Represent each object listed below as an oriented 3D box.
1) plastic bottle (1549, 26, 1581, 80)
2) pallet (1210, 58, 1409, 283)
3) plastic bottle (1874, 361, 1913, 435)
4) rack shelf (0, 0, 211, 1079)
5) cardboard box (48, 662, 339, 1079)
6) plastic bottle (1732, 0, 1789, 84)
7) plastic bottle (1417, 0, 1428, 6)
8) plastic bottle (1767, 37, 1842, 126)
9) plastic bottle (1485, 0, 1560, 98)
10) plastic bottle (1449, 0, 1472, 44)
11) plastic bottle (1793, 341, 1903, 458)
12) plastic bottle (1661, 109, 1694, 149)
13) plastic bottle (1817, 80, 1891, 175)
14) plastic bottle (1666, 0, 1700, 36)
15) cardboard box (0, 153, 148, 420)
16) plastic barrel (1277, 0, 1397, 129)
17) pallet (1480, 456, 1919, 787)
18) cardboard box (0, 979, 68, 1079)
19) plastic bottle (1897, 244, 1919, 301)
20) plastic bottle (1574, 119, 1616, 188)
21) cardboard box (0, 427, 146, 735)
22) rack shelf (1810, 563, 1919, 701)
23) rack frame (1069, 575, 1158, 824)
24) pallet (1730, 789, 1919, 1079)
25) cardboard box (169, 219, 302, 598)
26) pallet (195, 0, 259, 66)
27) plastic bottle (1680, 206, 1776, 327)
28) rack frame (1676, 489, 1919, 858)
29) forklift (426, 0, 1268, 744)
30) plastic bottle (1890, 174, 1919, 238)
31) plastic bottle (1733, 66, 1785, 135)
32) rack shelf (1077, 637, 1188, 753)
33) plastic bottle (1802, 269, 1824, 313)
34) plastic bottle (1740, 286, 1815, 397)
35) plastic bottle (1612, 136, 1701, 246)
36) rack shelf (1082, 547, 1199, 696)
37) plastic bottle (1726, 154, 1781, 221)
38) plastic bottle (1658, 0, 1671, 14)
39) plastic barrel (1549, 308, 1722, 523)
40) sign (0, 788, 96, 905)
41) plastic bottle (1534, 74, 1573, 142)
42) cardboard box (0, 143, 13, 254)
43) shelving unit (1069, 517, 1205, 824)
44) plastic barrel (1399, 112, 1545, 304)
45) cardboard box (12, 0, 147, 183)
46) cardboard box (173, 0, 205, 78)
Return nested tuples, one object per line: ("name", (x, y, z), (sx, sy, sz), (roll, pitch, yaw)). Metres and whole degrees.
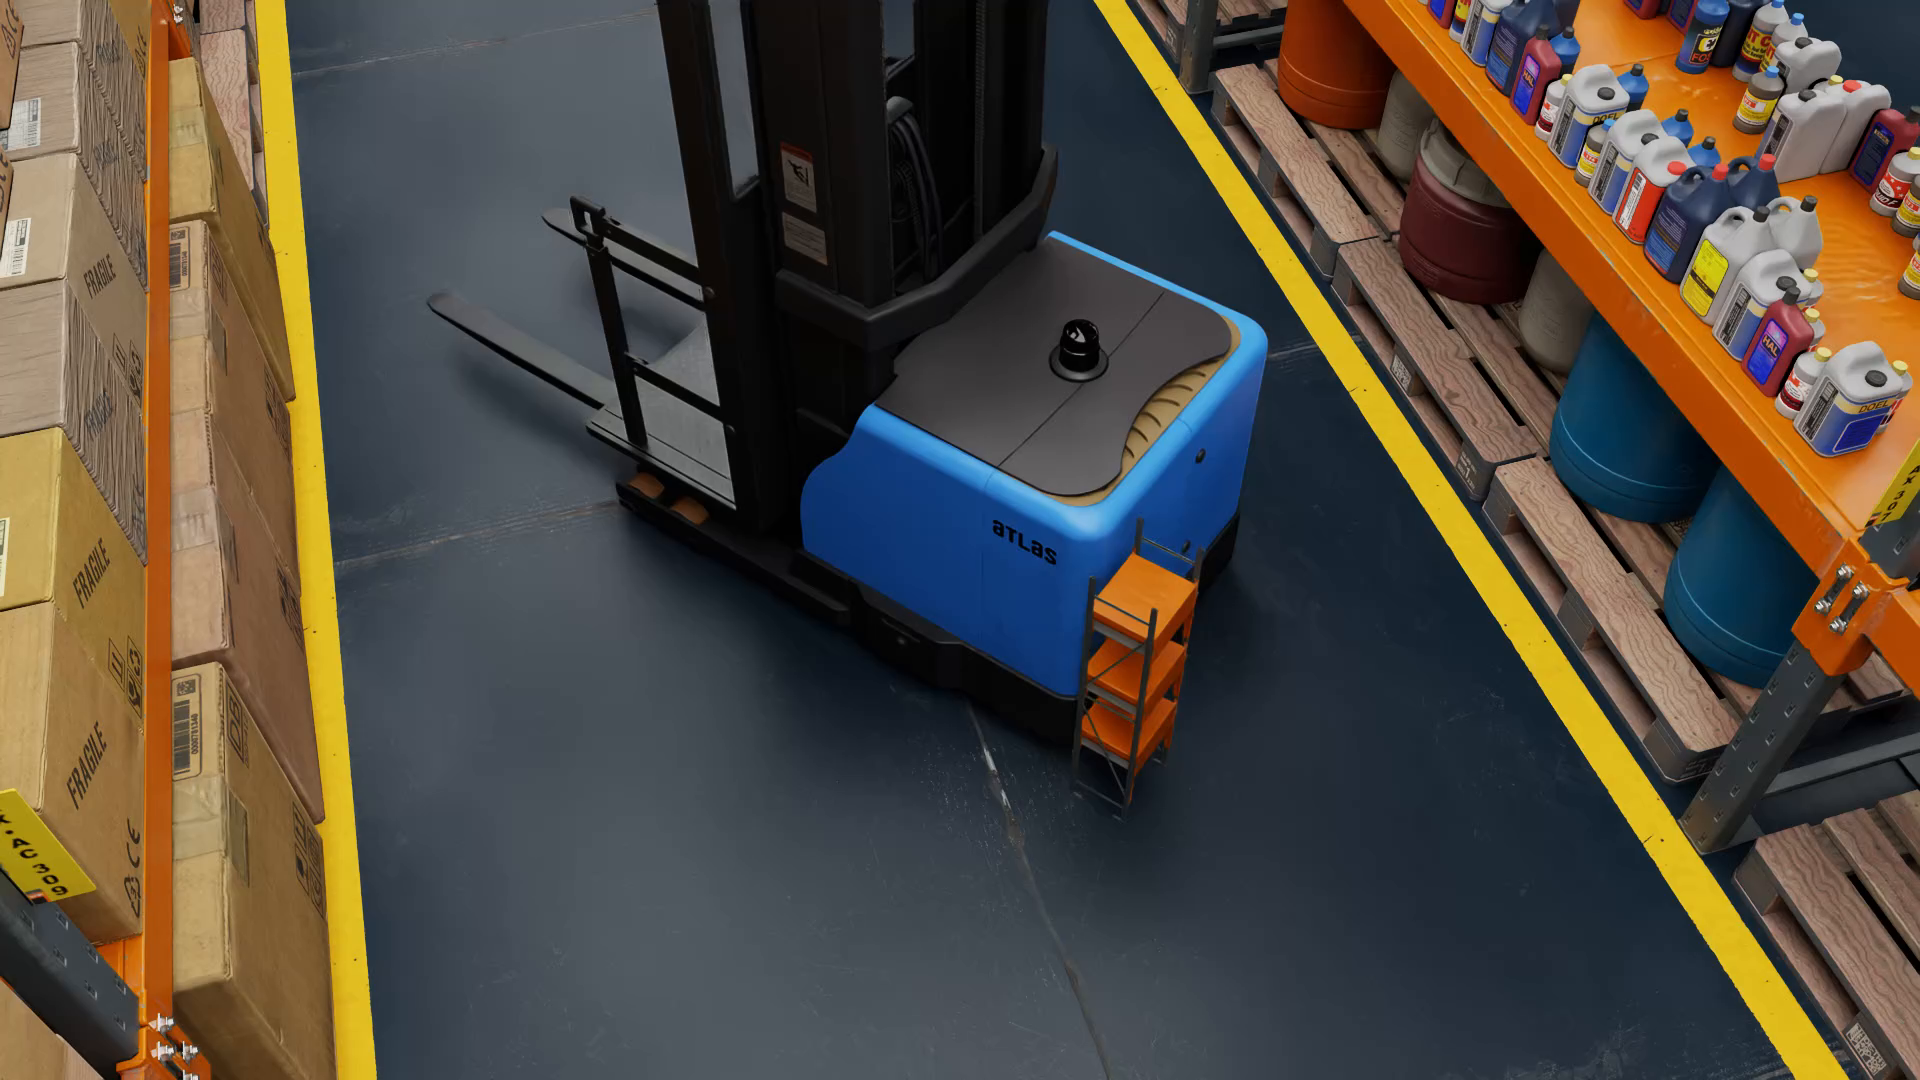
("plastic bottle", (1.829, -1.445, 5.091), (0.097, 0.271, 0.097), (0, 50, 0))
("pallet", (1.752, -1.636, 6.991), (1.003, 0.211, 1.213), (-13, 51, -11))
("plastic bottle", (2.350, -0.372, 4.232), (0.097, 0.201, 0.097), (0, 50, 0))
("rack shelf", (-2.661, -0.288, 4.502), (1.077, 0.370, 4.000), (-13, 51, -11))
("cardboard box", (-2.278, 1.027, 4.037), (1.225, 0.875, 0.875), (-13, 51, -11))
("plastic bottle", (2.509, -1.570, 5.196), (0.097, 0.271, 0.097), (0, 50, 0))
("plastic bottle", (1.579, -1.904, 5.478), (0.097, 0.271, 0.097), (0, 50, 0))
("plastic bottle", (2.546, -1.409, 5.057), (0.152, 0.276, 0.135), (-13, 51, -11))
("plastic bottle", (1.751, -1.565, 5.140), (0.144, 0.351, 0.185), (-13, 51, -11))
("plastic bottle", (1.648, -1.736, 5.336), (0.097, 0.271, 0.097), (0, 50, 0))
("plastic bottle", (2.236, -0.354, 4.168), (0.152, 0.276, 0.135), (-13, 51, -11))
("plastic bottle", (2.053, -1.128, 4.823), (0.097, 0.271, 0.097), (0, 50, 0))
("plastic bottle", (2.615, -1.240, 4.914), (0.152, 0.276, 0.135), (-13, 51, -11))
("plastic bottle", (2.380, -1.783, 5.368), (0.061, 0.283, 0.133), (-13, 51, -11))
("cardboard box", (-2.422, -0.593, 4.223), (0.500, 0.500, 0.500), (-12, 51, -10))
("plastic barrel", (1.640, -2.183, 6.773), (0.600, 0.830, 0.708), (-13, 51, -11))
("pallet", (2.473, 0.146, 5.488), (1.003, 0.211, 1.213), (-13, 51, -11))
("cardboard box", (-1.678, 0.927, 2.420), (0.500, 0.500, 0.500), (-12, 51, -10))
("plastic bottle", (2.667, -0.765, 4.563), (0.097, 0.201, 0.097), (0, 50, 0))
("plastic bottle", (1.879, -1.142, 4.881), (0.097, 0.201, 0.097), (0, 50, 0))
("cardboard box", (-2.117, 0.149, 3.597), (0.500, 0.500, 0.500), (-13, 51, -11))
("rack shelf", (3.253, 1.513, 2.983), (1.077, 0.370, 4.000), (-13, 51, -11))
("rack frame", (0.419, 0.475, 4.663), (0.200, 1.050, 0.008), (27, 55, 21))
("pallet", (2.916, 1.248, 4.560), (1.003, 0.211, 1.213), (-13, 51, -11))
("cardboard box", (-2.812, -0.270, 5.131), (1.225, 0.875, 0.875), (-13, 51, -11))
("pallet", (-3.840, -2.543, 7.755), (1.003, 0.211, 1.213), (-13, 51, -11))
("plastic bottle", (2.077, -0.761, 4.462), (0.144, 0.351, 0.185), (-13, 51, -11))
("rack frame", (2.662, -0.179, 3.939), (1.000, 3.000, 0.127), (-13, 51, -11))
("forklift", (-0.573, -1.233, 4.873), (3.031, 2.935, 1.130), (29, 56, 22))
("plastic bottle", (2.743, -0.969, 4.735), (0.097, 0.201, 0.097), (0, 50, 0))
("plastic bottle", (2.433, -1.343, 5.051), (0.097, 0.201, 0.097), (0, 50, 0))
("rack shelf", (0.488, 0.404, 4.736), (0.215, 0.259, 0.240), (27, 55, 21))
("plastic bottle", (2.242, -0.639, 4.456), (0.097, 0.201, 0.097), (0, 50, 0))
("plastic bottle", (2.124, -0.515, 4.299), (0.061, 0.283, 0.133), (-13, 51, -11))
("plastic bottle", (1.979, -0.989, 4.703), (0.152, 0.276, 0.135), (-13, 51, -11))
("rack shelf", (0.488, 0.222, 4.519), (0.215, 0.259, 0.240), (27, 55, 21))
("plastic bottle", (2.160, -0.928, 4.603), (0.144, 0.351, 0.185), (-13, 51, -11))
("plastic bottle", (2.351, -1.925, 5.444), (0.144, 0.351, 0.185), (-13, 51, -11))
("plastic barrel", (2.308, -0.557, 5.355), (0.600, 0.901, 0.708), (-13, 51, -11))
("sign", (-1.540, 0.509, 2.741), (0.100, 0.325, 0.005), (-13, 51, -11))
("plastic bottle", (1.810, -1.311, 5.024), (0.097, 0.201, 0.097), (0, 50, 0))
("cardboard box", (-2.657, -0.834, 3.770), (0.797, 0.503, 0.637), (-12, 51, -10))
("shelving unit", (0.488, 0.398, 4.728), (0.215, 1.050, 0.252), (27, 55, 21))
("plastic barrel", (1.974, -1.281, 6.170), (0.600, 0.588, 0.708), (-13, 51, -11))
("cardboard box", (-2.728, -1.343, 4.855), (0.500, 0.500, 0.500), (-14, 51, -11))
("cardboard box", (-3.646, -2.204, 6.993), (0.700, 0.500, 0.500), (-17, 52, -14))
